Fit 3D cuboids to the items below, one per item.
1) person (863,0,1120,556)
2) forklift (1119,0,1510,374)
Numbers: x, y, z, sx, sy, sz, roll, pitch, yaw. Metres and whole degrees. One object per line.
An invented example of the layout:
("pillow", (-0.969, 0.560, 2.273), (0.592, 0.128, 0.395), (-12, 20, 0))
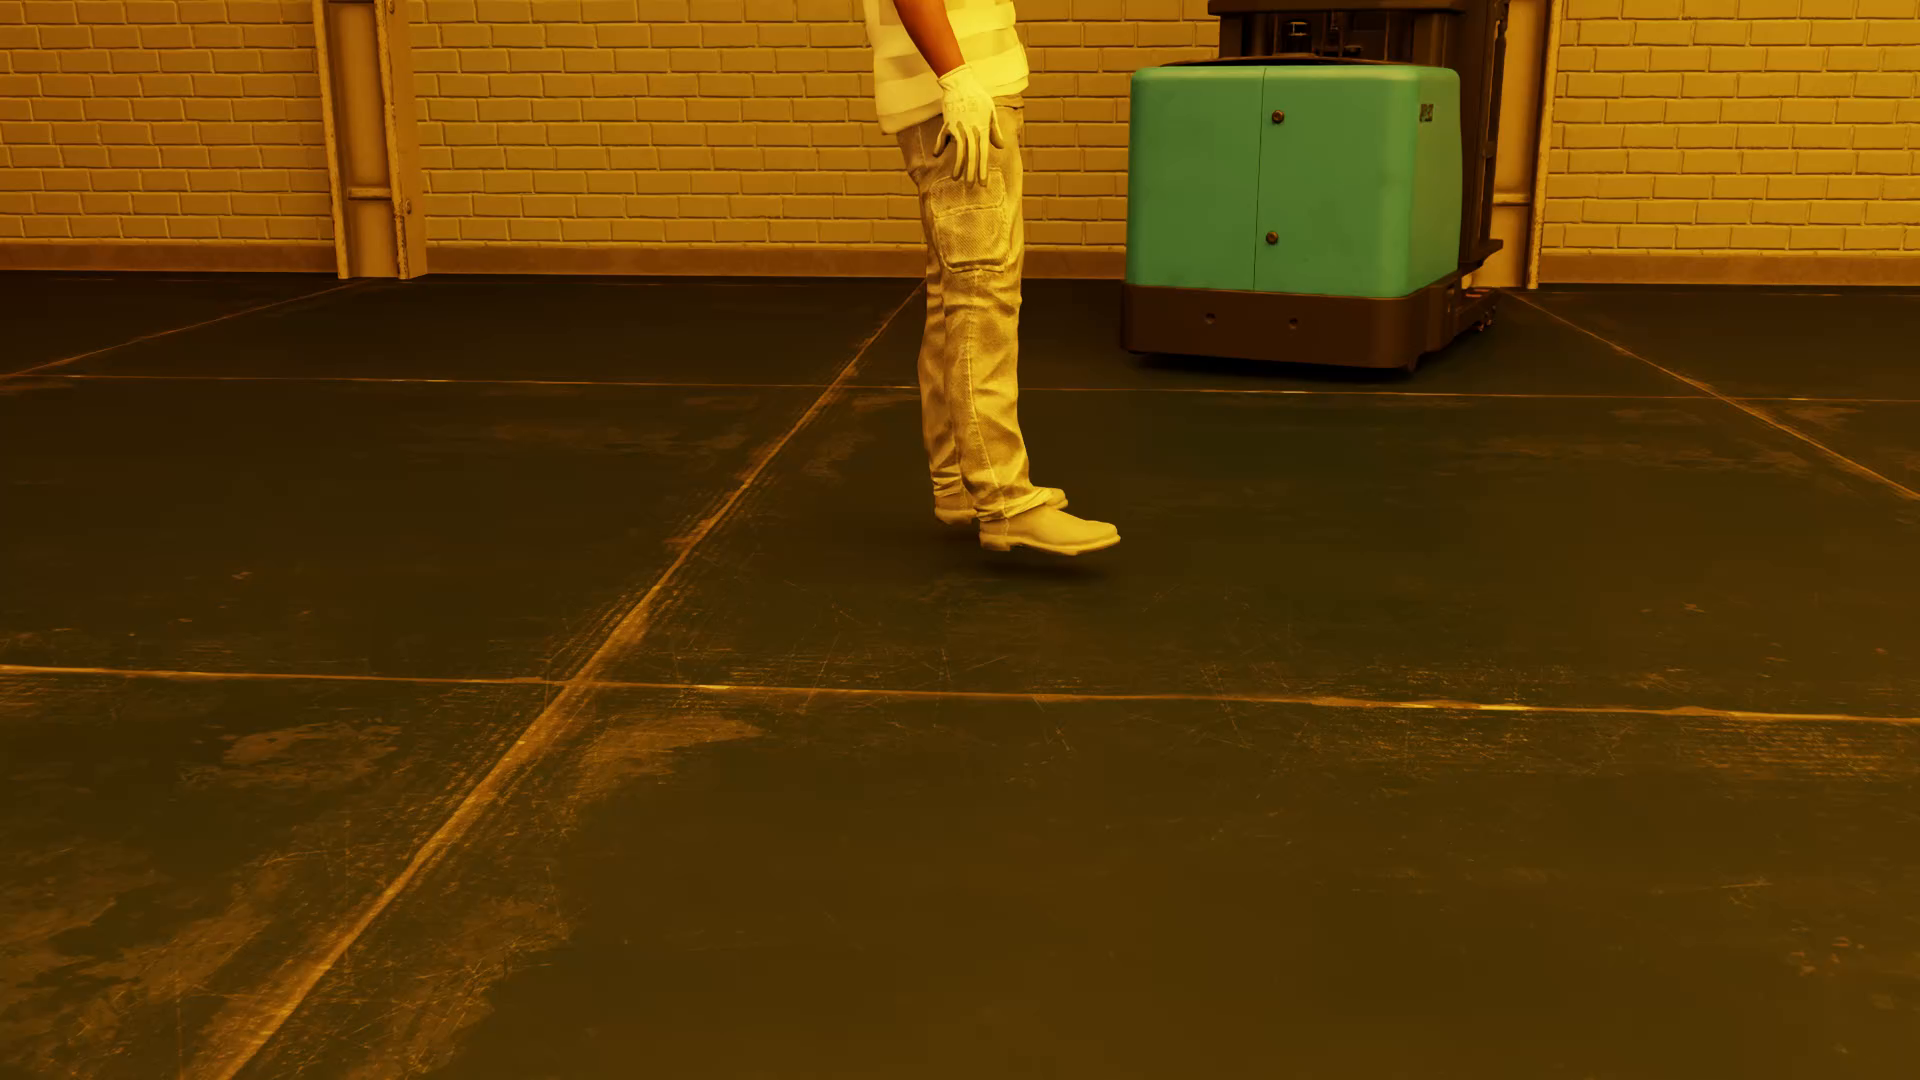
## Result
("person", (0.071, -0.903, 3.554), (0.575, 1.784, 0.657), (1, 15, 4))
("forklift", (1.694, -2.341, 6.838), (1.130, 2.935, 3.031), (7, 17, 25))
